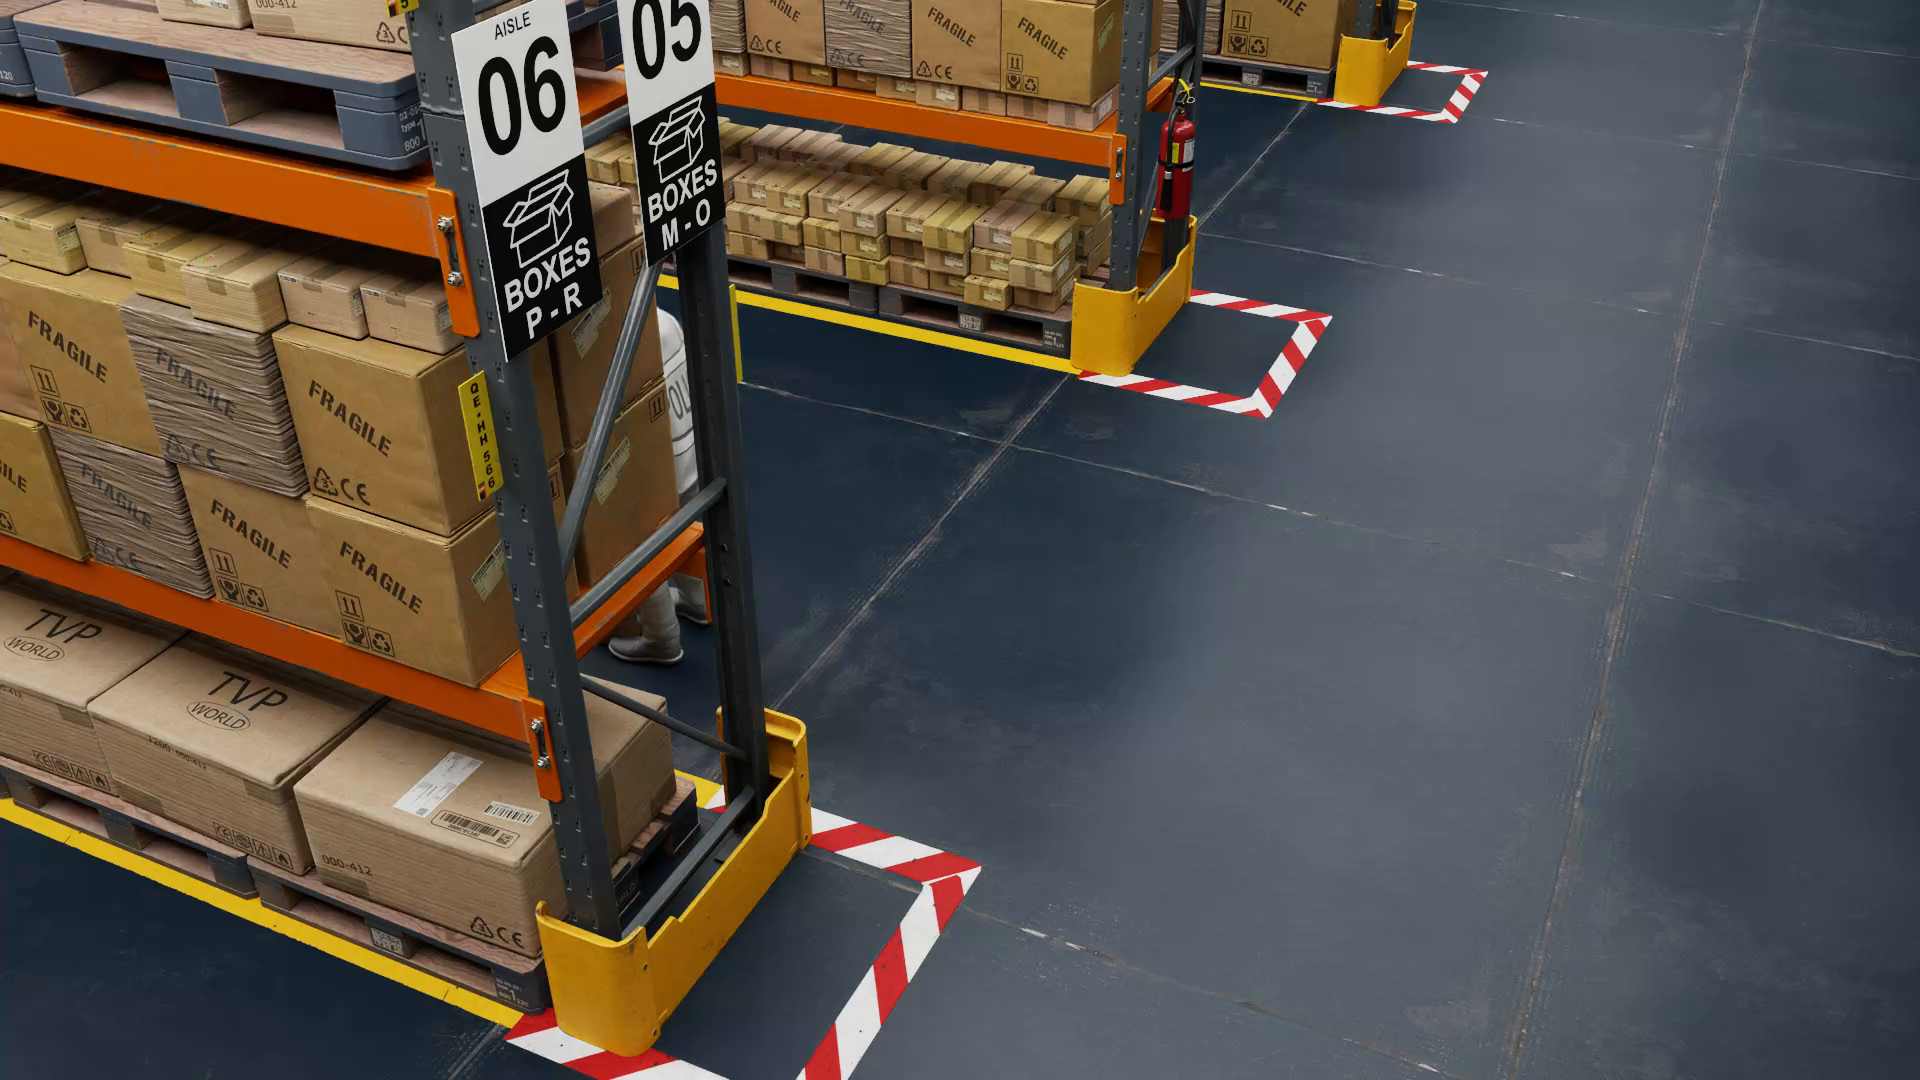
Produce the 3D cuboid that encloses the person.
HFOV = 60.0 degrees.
[{"bbox_3d":[-1.221,-0.300,6.588,0.440,1.747,0.602,12,35,17],"label":"person"}]
